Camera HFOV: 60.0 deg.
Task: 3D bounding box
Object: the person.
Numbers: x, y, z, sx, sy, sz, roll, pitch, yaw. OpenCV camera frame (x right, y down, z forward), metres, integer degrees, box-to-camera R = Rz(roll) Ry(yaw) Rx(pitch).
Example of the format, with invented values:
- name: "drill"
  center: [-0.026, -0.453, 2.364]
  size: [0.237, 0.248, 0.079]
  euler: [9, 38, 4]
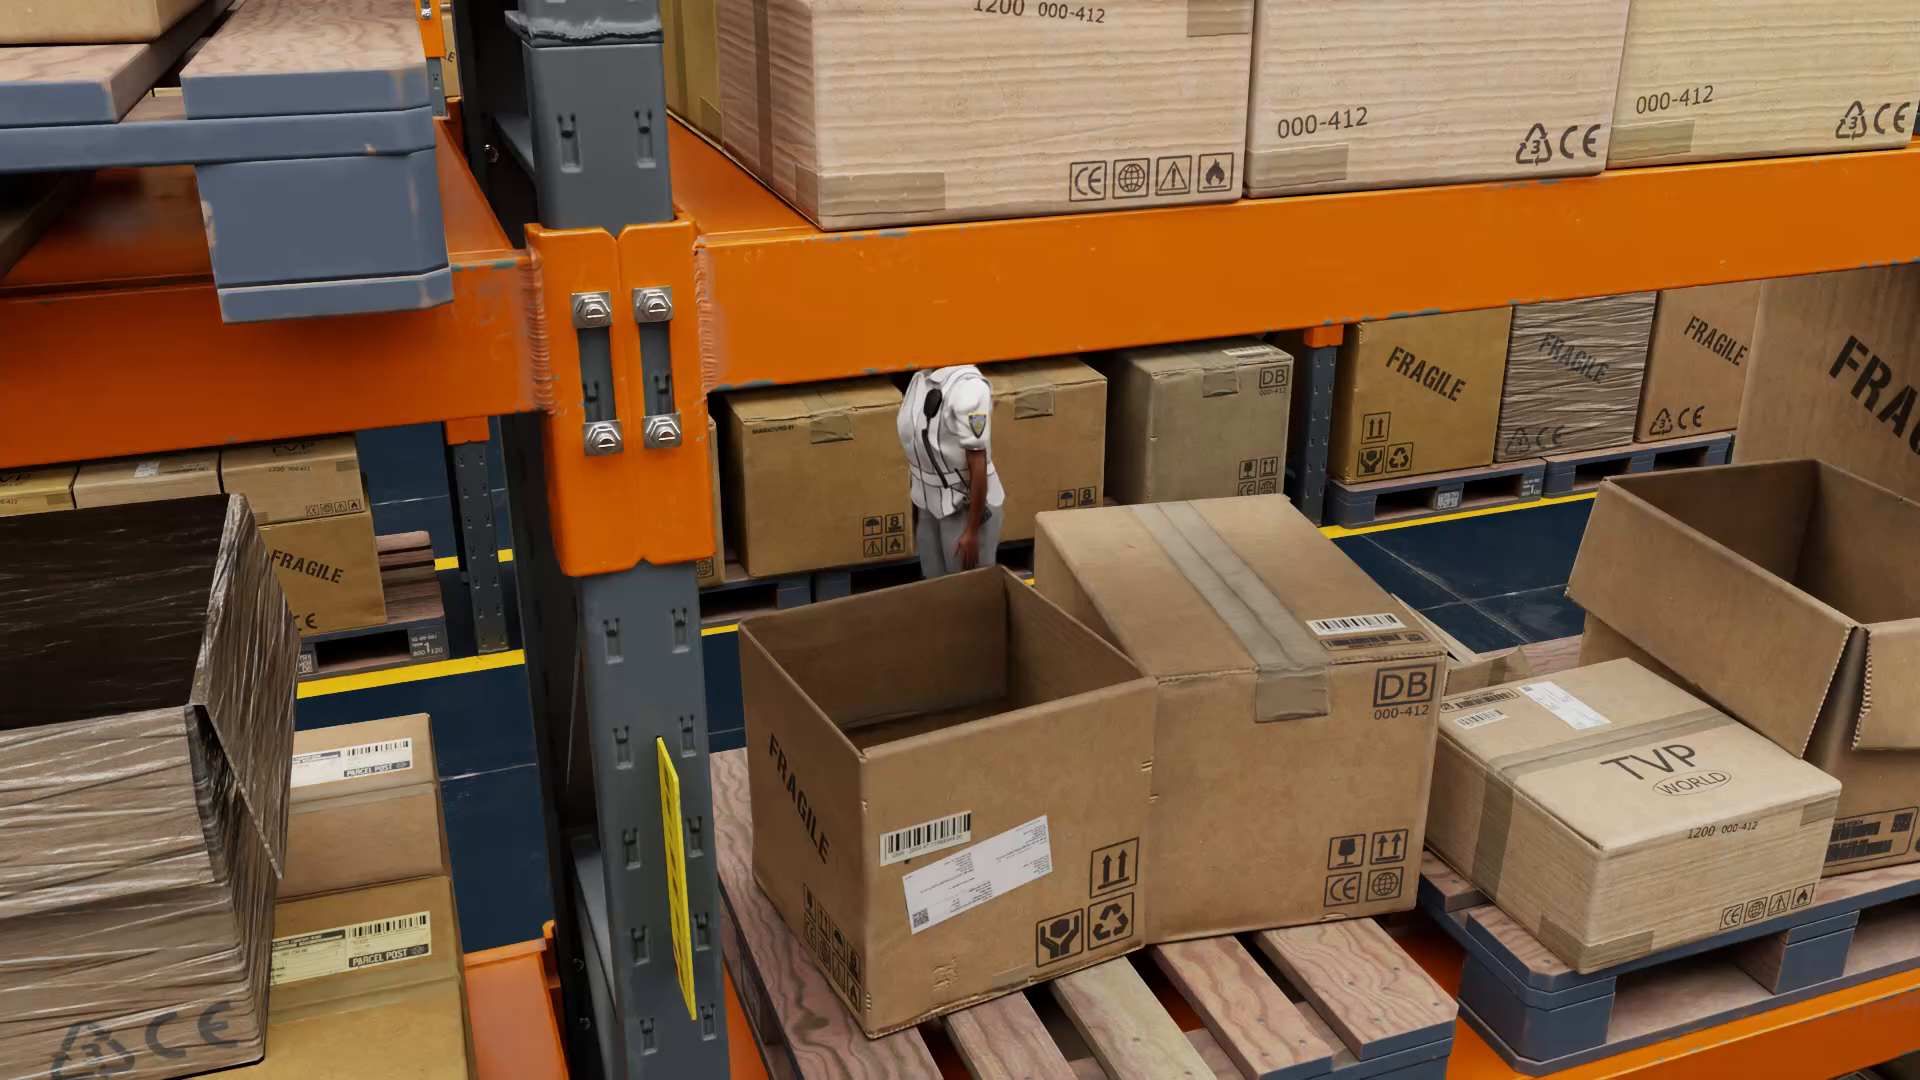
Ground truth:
- name: "person"
  center: [0.068, -0.121, 6.327]
  size: [0.572, 1.671, 0.497]
  euler: [-13, 26, -29]
